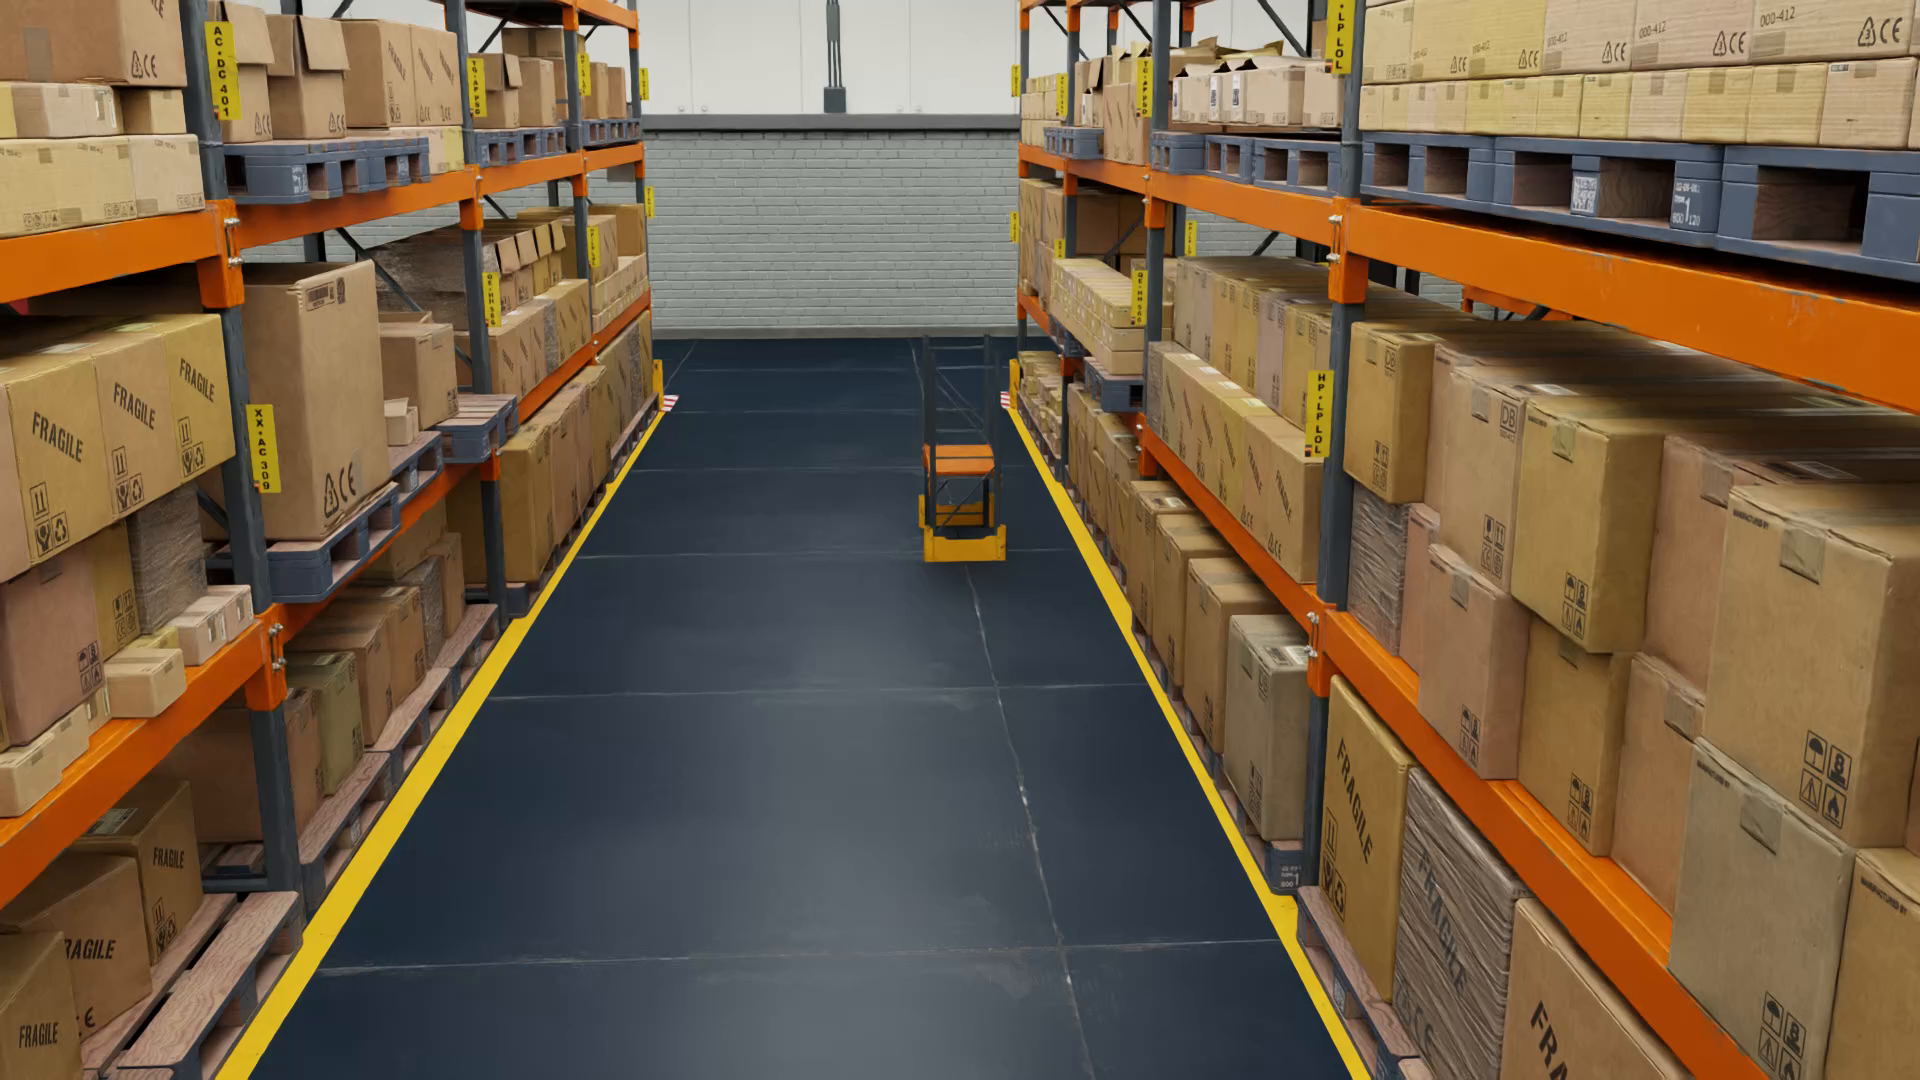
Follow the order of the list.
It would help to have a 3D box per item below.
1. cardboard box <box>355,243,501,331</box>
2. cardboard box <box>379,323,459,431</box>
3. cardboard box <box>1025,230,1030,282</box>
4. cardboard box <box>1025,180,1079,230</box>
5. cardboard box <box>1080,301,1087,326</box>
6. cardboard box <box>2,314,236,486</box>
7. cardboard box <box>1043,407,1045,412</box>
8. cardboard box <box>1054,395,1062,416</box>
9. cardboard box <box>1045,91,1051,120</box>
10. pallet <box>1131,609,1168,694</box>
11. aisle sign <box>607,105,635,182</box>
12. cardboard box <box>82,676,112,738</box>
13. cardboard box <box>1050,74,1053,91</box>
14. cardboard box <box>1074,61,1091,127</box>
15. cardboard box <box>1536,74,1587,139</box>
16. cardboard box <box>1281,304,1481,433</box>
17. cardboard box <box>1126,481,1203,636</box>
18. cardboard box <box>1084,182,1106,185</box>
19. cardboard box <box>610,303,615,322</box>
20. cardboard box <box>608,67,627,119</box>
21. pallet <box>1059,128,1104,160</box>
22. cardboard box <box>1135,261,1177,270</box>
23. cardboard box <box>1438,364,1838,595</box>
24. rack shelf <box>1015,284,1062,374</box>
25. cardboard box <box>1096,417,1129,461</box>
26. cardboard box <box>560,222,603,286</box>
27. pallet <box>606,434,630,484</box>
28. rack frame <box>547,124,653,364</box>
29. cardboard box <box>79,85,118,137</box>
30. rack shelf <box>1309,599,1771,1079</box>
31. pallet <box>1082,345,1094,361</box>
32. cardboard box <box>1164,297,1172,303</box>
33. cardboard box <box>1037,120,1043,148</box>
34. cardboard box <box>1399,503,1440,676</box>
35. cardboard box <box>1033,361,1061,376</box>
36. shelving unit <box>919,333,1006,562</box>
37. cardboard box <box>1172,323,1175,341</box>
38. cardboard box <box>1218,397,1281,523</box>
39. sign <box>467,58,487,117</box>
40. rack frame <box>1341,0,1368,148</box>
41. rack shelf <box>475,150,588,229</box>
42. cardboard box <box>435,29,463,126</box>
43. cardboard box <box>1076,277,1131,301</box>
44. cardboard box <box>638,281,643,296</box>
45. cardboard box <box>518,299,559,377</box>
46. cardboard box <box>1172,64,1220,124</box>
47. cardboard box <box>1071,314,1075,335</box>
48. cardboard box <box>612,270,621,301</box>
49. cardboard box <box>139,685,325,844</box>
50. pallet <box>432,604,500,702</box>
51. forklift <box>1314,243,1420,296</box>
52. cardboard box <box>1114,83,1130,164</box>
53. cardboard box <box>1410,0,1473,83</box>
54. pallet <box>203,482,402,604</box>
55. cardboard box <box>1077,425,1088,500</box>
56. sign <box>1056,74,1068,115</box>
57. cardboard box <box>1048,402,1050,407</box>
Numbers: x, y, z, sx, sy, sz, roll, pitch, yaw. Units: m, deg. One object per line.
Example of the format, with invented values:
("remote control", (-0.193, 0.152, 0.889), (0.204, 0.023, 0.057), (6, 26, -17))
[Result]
("cardboard box", (-3.360, -1.614, 10.567), (0.797, 0.503, 0.637), (0, 14, -2))
("cardboard box", (-3.124, -0.879, 8.879), (0.700, 0.500, 0.500), (1, 14, 5))
("cardboard box", (0.940, -2.883, 16.913), (0.500, 0.500, 0.500), (-1, 14, -3))
("cardboard box", (0.930, -3.375, 16.818), (0.500, 0.500, 0.500), (0, 14, -2))
("cardboard box", (1.058, -1.612, 11.835), (0.380, 0.149, 0.250), (-1, 14, -2))
("cardboard box", (-2.781, -0.472, 5.538), (0.500, 0.500, 0.500), (-1, 14, -3))
("cardboard box", (1.000, -1.182, 15.981), (0.380, 0.149, 0.250), (-1, 14, -2))
("cardboard box", (1.040, -1.202, 14.864), (0.380, 0.149, 0.250), (-1, 14, -3))
("cardboard box", (1.038, -3.936, 15.084), (0.500, 0.250, 0.500), (0, 14, -1))
("pallet", (1.599, 0.598, 9.777), (1.003, 0.211, 1.213), (-1, 14, -3))
("aisle sign", (-3.532, -4.169, 17.493), (0.394, 0.787, 0.004), (-1, 14, -3))
("cardboard box", (-2.805, 0.518, 4.999), (0.380, 0.149, 0.250), (-1, 14, -3))
("cardboard box", (1.013, -4.092, 14.889), (0.380, 0.149, 0.250), (-1, 15, -6))
("cardboard box", (1.291, -3.553, 13.251), (0.700, 0.500, 0.500), (-1, 14, -3))
("cardboard box", (1.651, -1.063, 4.080), (0.380, 0.149, 0.250), (-1, 14, -3))
("cardboard box", (1.803, -0.739, 7.170), (0.700, 0.500, 0.500), (-1, 14, -4))
("cardboard box", (1.573, 0.090, 9.830), (1.050, 0.750, 0.750), (-1, 14, -4))
("cardboard box", (1.479, -3.251, 16.336), (0.500, 0.500, 0.500), (0, 14, -1))
("cardboard box", (-3.317, -2.046, 14.963), (0.380, 0.149, 0.250), (-1, 14, -5))
("cardboard box", (-3.741, -4.512, 16.779), (0.700, 0.500, 0.500), (-2, 15, -7))
("pallet", (1.377, -2.893, 12.107), (1.213, 0.211, 1.003), (-1, 14, -3))
("cardboard box", (1.615, -2.150, 13.332), (0.380, 0.149, 0.250), (-1, 14, -5))
("cardboard box", (1.908, -0.186, 4.763), (0.875, 0.550, 0.550), (-1, 14, -3))
("rack shelf", (1.254, -2.093, 16.086), (1.077, 0.370, 4.000), (-1, 14, -3))
("cardboard box", (1.263, -0.723, 11.987), (0.500, 0.250, 0.500), (-1, 14, -2))
("cardboard box", (-3.354, -2.450, 14.229), (0.500, 0.500, 0.500), (-1, 14, -3))
("pallet", (-3.548, -0.733, 14.950), (1.003, 0.211, 1.213), (-1, 14, -3))
("rack frame", (-3.827, -2.888, 17.729), (1.000, 3.000, 0.127), (-1, 14, -3))
("cardboard box", (-2.748, -1.271, 4.928), (0.380, 0.149, 0.250), (-2, 15, -6))
("rack shelf", (1.997, 0.891, 4.486), (1.077, 0.370, 4.000), (-1, 14, -3))
("pallet", (1.462, -1.348, 12.131), (1.003, 0.211, 1.213), (-1, 14, -3))
("cardboard box", (1.694, -1.686, 12.123), (0.380, 0.149, 0.250), (0, 14, -1))
("cardboard box", (0.997, -3.816, 15.619), (0.500, 0.250, 0.500), (-1, 14, -4))
("cardboard box", (1.965, 0.201, 5.425), (0.875, 0.550, 0.550), (-1, 14, -3))
("cardboard box", (0.946, -1.723, 16.886), (0.380, 0.149, 0.250), (-2, 15, -6))
("shelving unit", (0.005, -0.707, 12.266), (0.587, 1.500, 1.083), (-1, 14, -3))
("cardboard box", (1.715, -1.475, 11.901), (0.380, 0.149, 0.250), (-1, 14, -3))
("cardboard box", (1.511, -0.380, 7.783), (0.500, 0.500, 0.500), (-1, 14, -3))
("sign", (-2.790, -2.609, 9.589), (0.100, 0.325, 0.005), (-1, 14, -3))
("rack frame", (1.873, -2.860, 5.582), (1.000, 3.000, 0.127), (-1, 14, -3))
("rack shelf", (-3.455, -2.500, 11.646), (1.077, 0.370, 4.000), (-1, 14, -3))
("cardboard box", (-3.052, -2.526, 9.102), (0.500, 0.500, 0.500), (-1, 14, -2))
("cardboard box", (1.044, -1.820, 12.049), (0.380, 0.149, 0.250), (0, 14, -2))
("cardboard box", (-3.444, -2.555, 16.941), (0.380, 0.149, 0.250), (-1, 14, -3))
("cardboard box", (-3.188, -1.451, 11.947), (0.500, 0.500, 0.500), (-1, 14, -3))
("cardboard box", (1.451, -2.427, 9.056), (0.500, 0.311, 0.500), (-1, 14, -3))
("cardboard box", (1.029, -1.596, 12.372), (0.380, 0.149, 0.250), (-1, 14, -4))
("cardboard box", (-3.410, -2.338, 15.296), (0.500, 0.250, 0.500), (-1, 14, -2))
("cardboard box", (-3.100, 0.941, 6.982), (0.700, 0.500, 0.500), (-2, 15, -8))
("pallet", (-3.284, 0.647, 9.589), (1.003, 0.211, 1.213), (-1, 14, -3))
("forklift", (3.760, -2.087, 14.754), (3.031, 2.935, 1.130), (-10, 18, -34))
("cardboard box", (1.292, -2.713, 10.829), (0.500, 0.500, 0.500), (-1, 14, -3))
("cardboard box", (1.657, -1.479, 4.896), (0.500, 0.250, 0.500), (-1, 14, -4))
("pallet", (-2.986, -0.003, 6.901), (1.003, 0.211, 1.213), (-1, 14, -3))
("cardboard box", (1.193, -0.618, 13.081), (0.500, 0.500, 0.500), (0, 14, -1))
("sign", (0.836, -3.637, 13.585), (0.100, 0.325, 0.005), (-1, 14, -3))
("cardboard box", (1.024, -1.245, 15.626), (0.380, 0.149, 0.250), (-1, 14, -2))
